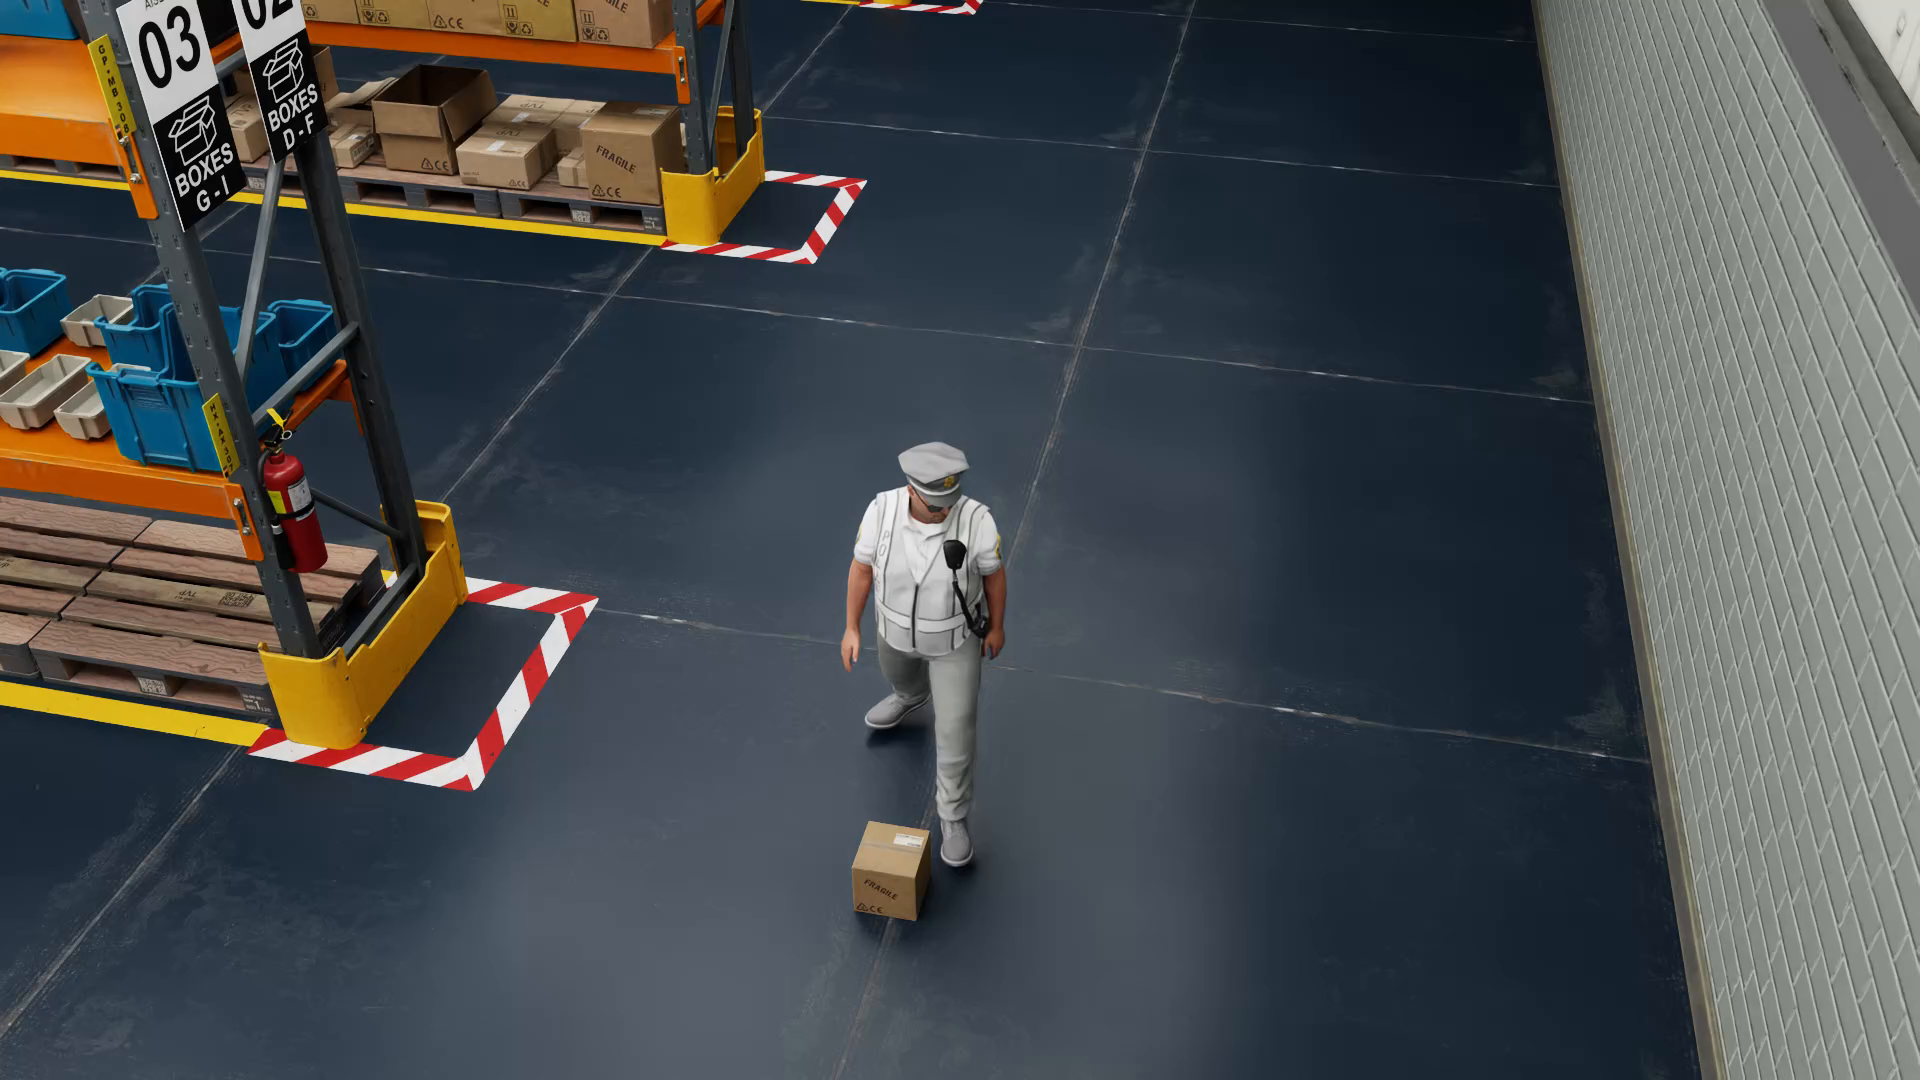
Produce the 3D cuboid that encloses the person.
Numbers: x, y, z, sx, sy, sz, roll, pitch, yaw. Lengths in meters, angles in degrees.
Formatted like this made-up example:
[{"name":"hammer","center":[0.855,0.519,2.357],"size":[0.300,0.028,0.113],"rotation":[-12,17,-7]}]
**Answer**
[{"name":"person","center":[-0.160,0.331,6.522],"size":[0.683,1.708,0.942],"rotation":[11,38,14]}]
